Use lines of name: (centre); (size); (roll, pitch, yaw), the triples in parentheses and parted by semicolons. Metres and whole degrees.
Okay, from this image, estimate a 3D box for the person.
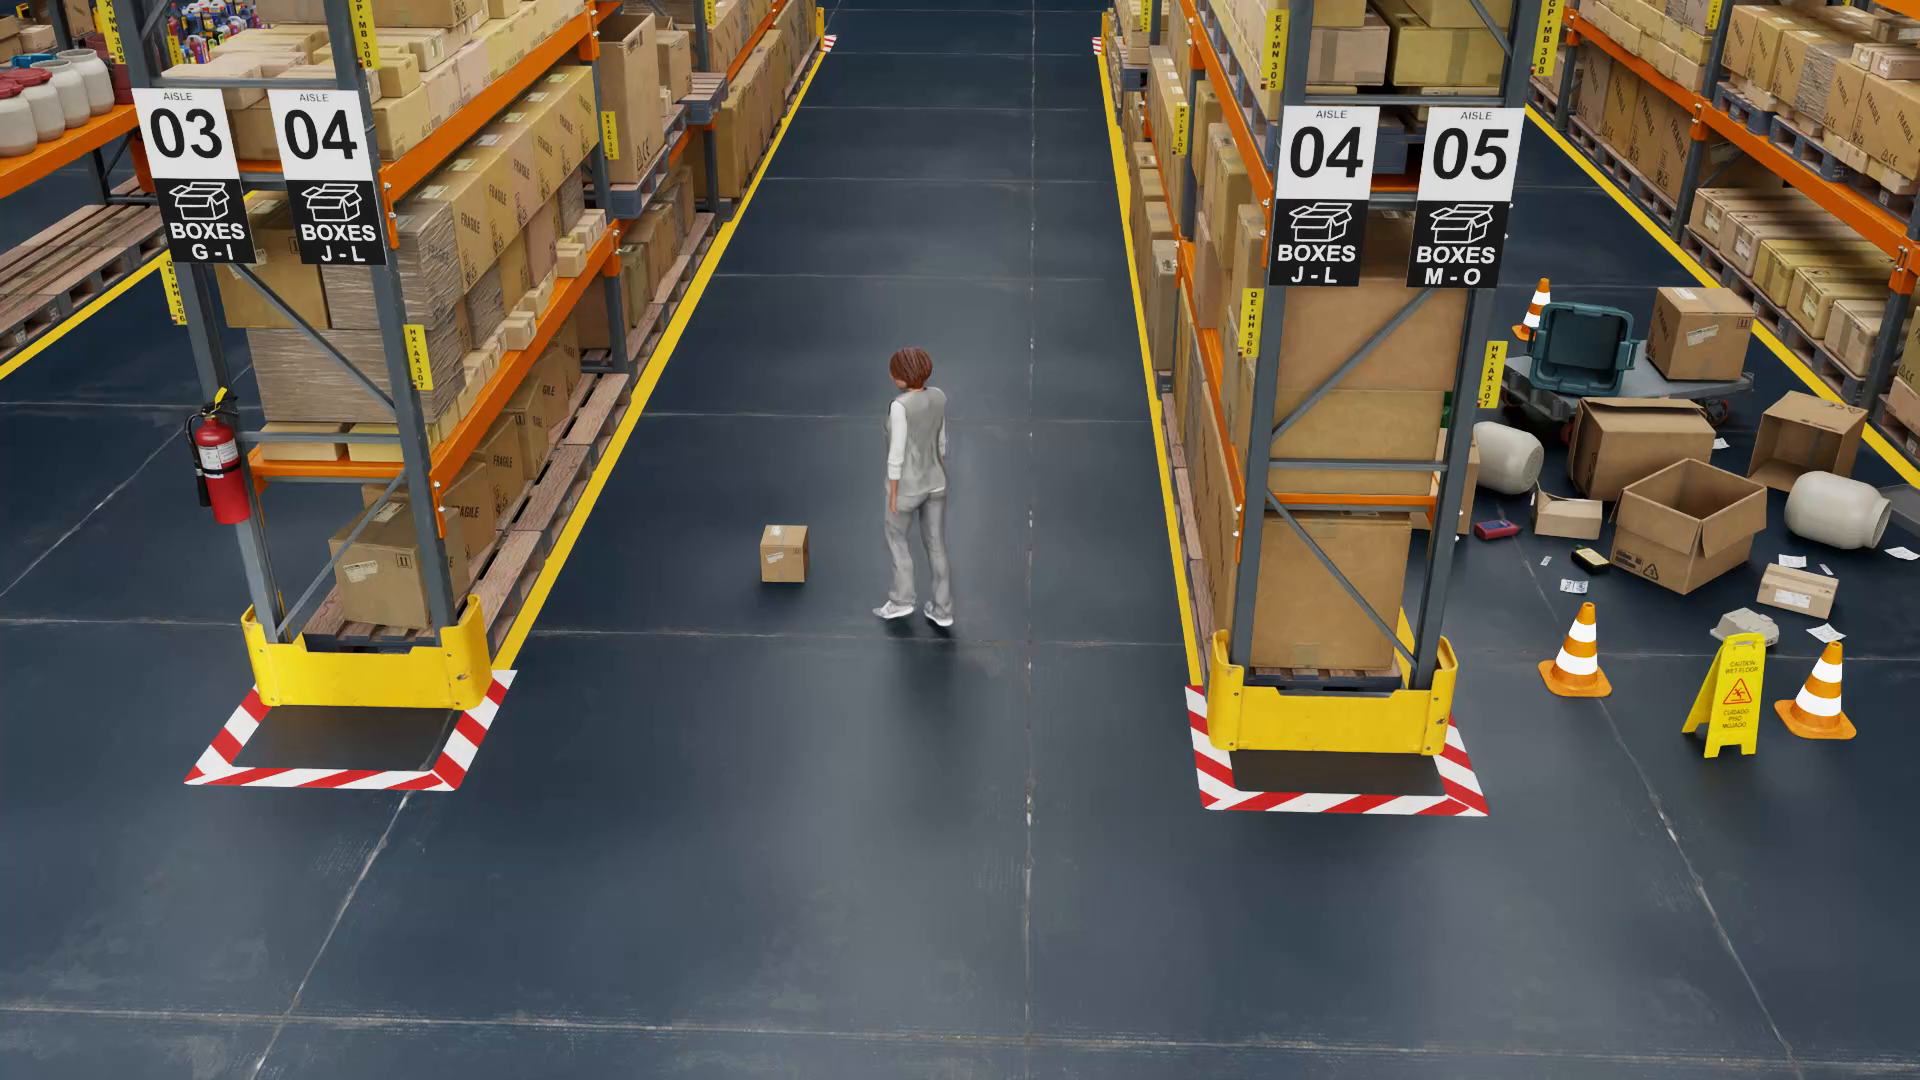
person: (-0.199, -0.246, 9.116); (0.434, 1.639, 0.502); (-20, 34, -33)
